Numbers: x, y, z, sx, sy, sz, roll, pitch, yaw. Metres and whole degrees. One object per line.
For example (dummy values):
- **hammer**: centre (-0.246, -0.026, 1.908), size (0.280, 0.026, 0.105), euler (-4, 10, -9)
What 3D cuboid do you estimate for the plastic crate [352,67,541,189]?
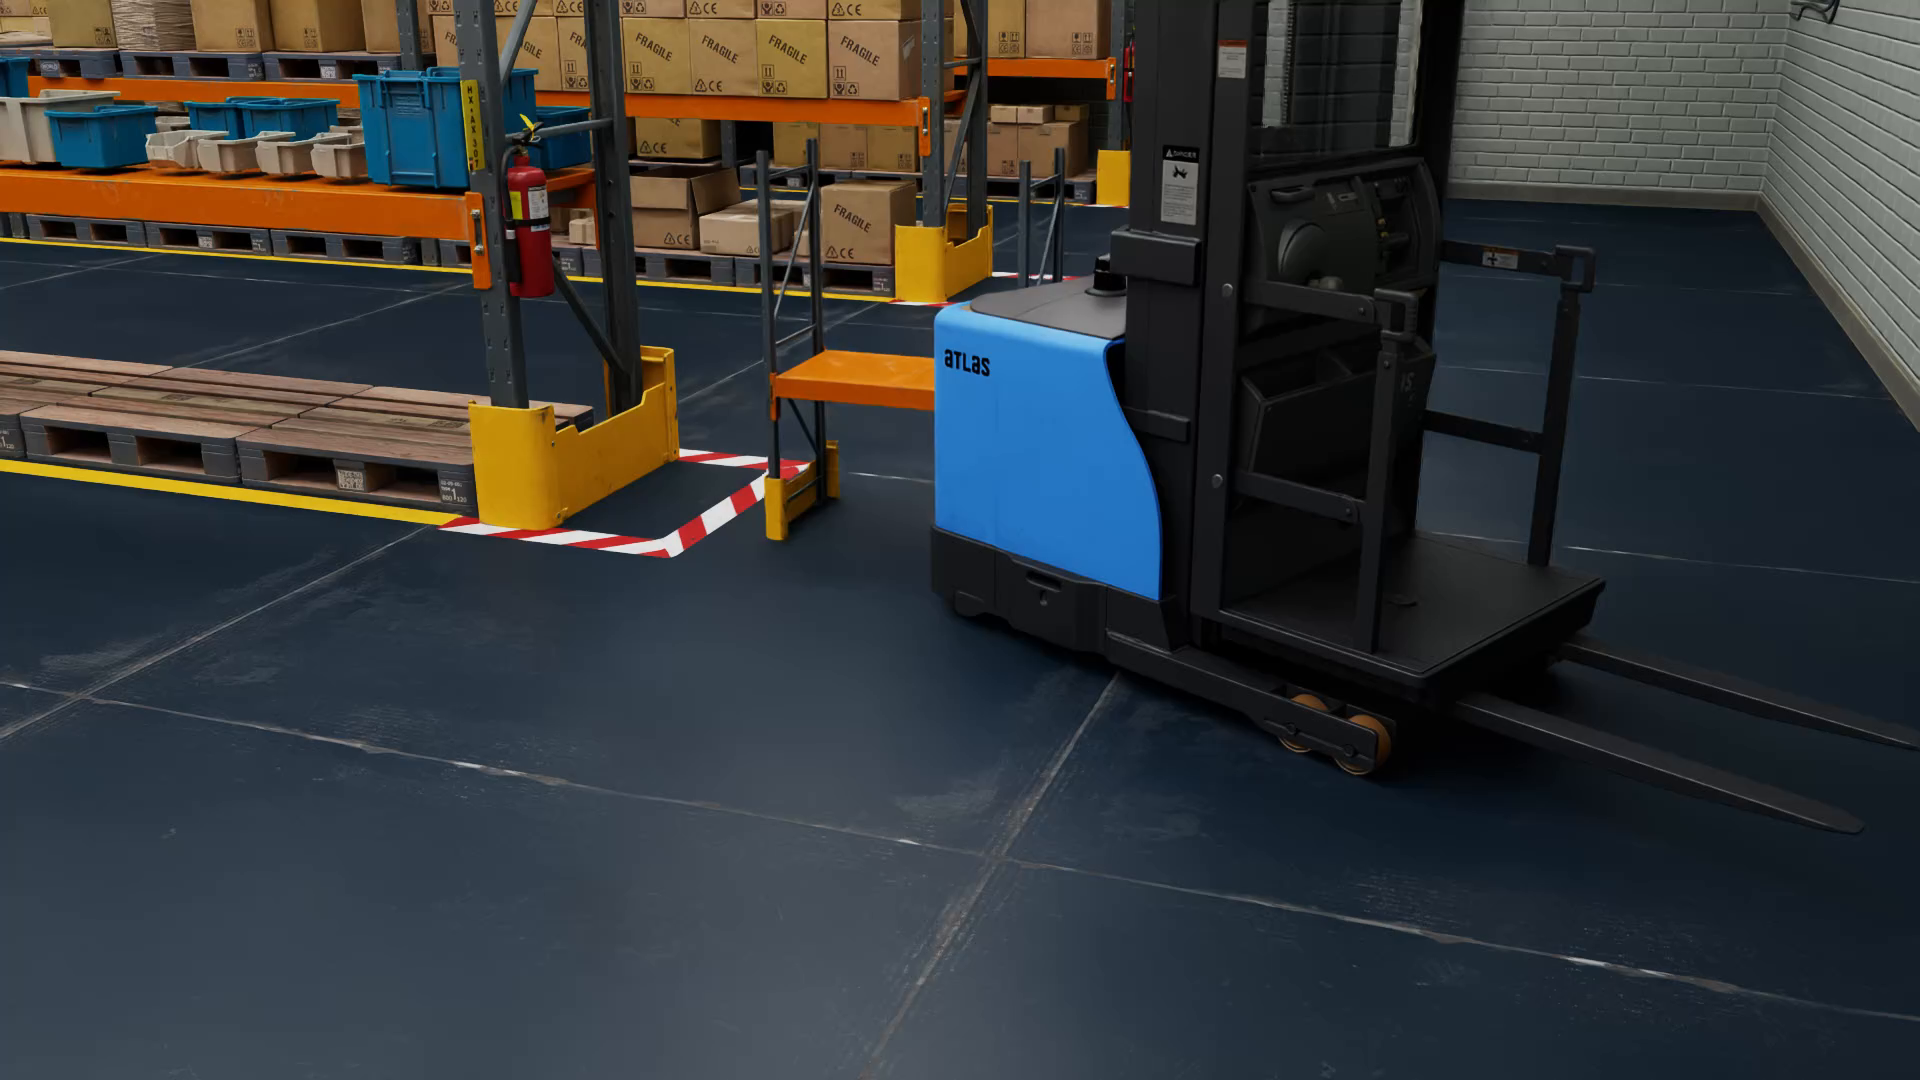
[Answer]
- **plastic crate**: centre (-2.034, -1.670, 6.664), size (0.499, 0.435, 0.616), euler (7, 20, 18)

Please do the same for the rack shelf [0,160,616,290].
- **rack shelf**: centre (-3.546, -1.523, 7.480), size (4.000, 0.370, 1.077), euler (7, 20, 18)

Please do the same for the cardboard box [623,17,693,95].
- **cardboard box**: centre (-1.977, -3.362, 11.512), size (0.500, 0.500, 0.500), euler (6, 20, 17)

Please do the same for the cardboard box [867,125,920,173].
- **cardboard box**: centre (-0.554, -3.953, 16.518), size (0.500, 0.500, 0.700), euler (7, 20, 19)

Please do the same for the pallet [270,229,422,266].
- **pallet**: centre (-4.587, -2.377, 13.076), size (1.213, 0.211, 1.003), euler (7, 20, 18)

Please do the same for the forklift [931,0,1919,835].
- **forklift**: centre (1.289, -0.914, 4.746), size (1.130, 2.935, 3.031), euler (-18, 26, -41)

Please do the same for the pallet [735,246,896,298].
- **pallet**: centre (-0.853, -1.963, 11.888), size (1.213, 0.211, 1.003), euler (7, 20, 18)

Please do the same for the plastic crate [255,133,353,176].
- **plastic crate**: centre (-2.755, -1.618, 6.970), size (0.243, 0.136, 0.396), euler (7, 20, 18)

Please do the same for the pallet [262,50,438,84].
- **pallet**: centre (-4.525, -3.648, 12.776), size (1.213, 0.211, 1.003), euler (7, 20, 18)

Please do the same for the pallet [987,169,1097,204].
- **pallet**: centre (0.814, -3.472, 16.216), size (1.213, 0.211, 1.003), euler (7, 20, 18)

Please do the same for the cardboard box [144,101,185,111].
- **cardboard box**: centre (-9.040, -4.976, 19.424), size (0.500, 0.500, 0.700), euler (7, 20, 20)

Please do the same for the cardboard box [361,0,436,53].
- **cardboard box**: centre (-4.180, -3.984, 12.660), size (0.500, 0.500, 0.700), euler (0, 19, 0)

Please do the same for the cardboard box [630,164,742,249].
- **cardboard box**: centre (-2.030, -2.446, 12.160), size (0.637, 0.503, 0.797), euler (7, 20, 18)

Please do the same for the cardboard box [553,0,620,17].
- **cardboard box**: centre (-2.480, -3.888, 11.502), size (0.500, 0.500, 0.500), euler (6, 20, 16)

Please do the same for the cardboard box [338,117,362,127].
- **cardboard box**: centre (-5.128, -3.236, 13.292), size (0.500, 0.250, 0.500), euler (7, 20, 18)

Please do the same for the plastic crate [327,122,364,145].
- **plastic crate**: centre (-2.698, -1.813, 7.529), size (0.298, 0.136, 0.250), euler (7, 20, 18)

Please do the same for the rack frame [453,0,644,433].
- **rack frame**: centre (-1.657, -1.646, 6.742), size (0.127, 3.000, 1.000), euler (7, 20, 18)

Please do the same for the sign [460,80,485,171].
- **sign**: centre (-1.822, -1.551, 6.220), size (0.005, 0.325, 0.100), euler (7, 20, 18)

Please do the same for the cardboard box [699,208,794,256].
- **cardboard box**: centre (-1.510, -2.190, 11.810), size (0.500, 0.250, 0.500), euler (7, 20, 18)

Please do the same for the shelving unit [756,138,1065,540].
- **shelving unit**: centre (-0.170, -0.748, 6.445), size (1.083, 1.500, 0.587), euler (6, 20, 18)

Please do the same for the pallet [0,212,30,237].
- **pallet**: centre (-8.349, -2.835, 14.387), size (1.213, 0.211, 1.003), euler (7, 20, 18)

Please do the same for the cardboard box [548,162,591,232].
- **cardboard box**: centre (-3.175, -2.672, 12.814), size (0.500, 0.500, 0.500), euler (7, 20, 18)

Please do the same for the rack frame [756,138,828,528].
- **rack frame**: centre (-0.659, -0.804, 6.604), size (0.032, 1.500, 0.500), euler (6, 20, 18)

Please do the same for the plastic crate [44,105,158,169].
- **plastic crate**: centre (-3.681, -1.738, 7.168), size (0.300, 0.233, 0.416), euler (7, 20, 18)

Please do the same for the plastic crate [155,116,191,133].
- **plastic crate**: centre (-3.691, -1.888, 7.744), size (0.466, 0.136, 0.293), euler (7, 20, 18)

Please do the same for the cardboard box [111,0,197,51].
- **cardboard box**: centre (-6.151, -4.105, 13.005), size (0.500, 0.500, 0.700), euler (11, 22, 28)

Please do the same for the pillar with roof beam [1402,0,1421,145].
- **pillar with roof beam**: centre (3.016, -6.198, 10.687), size (0.400, 9.000, 9.100), euler (7, 20, 18)

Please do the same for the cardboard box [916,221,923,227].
- **cardboard box**: centre (-0.310, -2.200, 11.993), size (0.250, 0.149, 0.380), euler (7, 20, 18)

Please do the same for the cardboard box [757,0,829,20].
- **cardboard box**: centre (-1.016, -3.722, 11.027), size (0.500, 0.500, 0.500), euler (7, 20, 20)

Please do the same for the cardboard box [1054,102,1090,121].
- **cardboard box**: centre (1.084, -4.144, 16.082), size (0.250, 0.149, 0.380), euler (7, 20, 18)

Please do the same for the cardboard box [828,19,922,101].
- **cardboard box**: centre (-0.540, -3.197, 11.039), size (0.500, 0.500, 0.500), euler (7, 20, 20)

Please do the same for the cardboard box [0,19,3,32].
- **cardboard box**: centre (-11.236, -6.024, 19.499), size (0.500, 0.250, 0.500), euler (6, 20, 18)

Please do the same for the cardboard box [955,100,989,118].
- **cardboard box**: centre (0.129, -4.253, 16.394), size (0.250, 0.149, 0.380), euler (7, 20, 19)

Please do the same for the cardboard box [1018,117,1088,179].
- **cardboard box**: centre (0.901, -3.789, 16.049), size (0.500, 0.500, 0.700), euler (7, 20, 18)

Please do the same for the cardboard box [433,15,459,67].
- **cardboard box**: centre (-3.414, -3.526, 11.982), size (0.500, 0.500, 0.500), euler (7, 20, 19)

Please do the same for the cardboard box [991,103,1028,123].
- **cardboard box**: centre (0.478, -4.080, 15.898), size (0.250, 0.149, 0.380), euler (7, 20, 20)

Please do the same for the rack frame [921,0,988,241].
- **rack frame**: centre (-0.027, -3.186, 11.159), size (0.127, 3.000, 1.000), euler (7, 20, 18)

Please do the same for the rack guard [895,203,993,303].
- **rack guard**: centre (-0.099, -2.014, 11.594), size (0.348, 0.500, 1.175), euler (7, 20, 18)

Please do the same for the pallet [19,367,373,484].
- **pallet**: centre (-3.571, -0.563, 7.871), size (1.213, 0.211, 1.003), euler (7, 20, 18)
